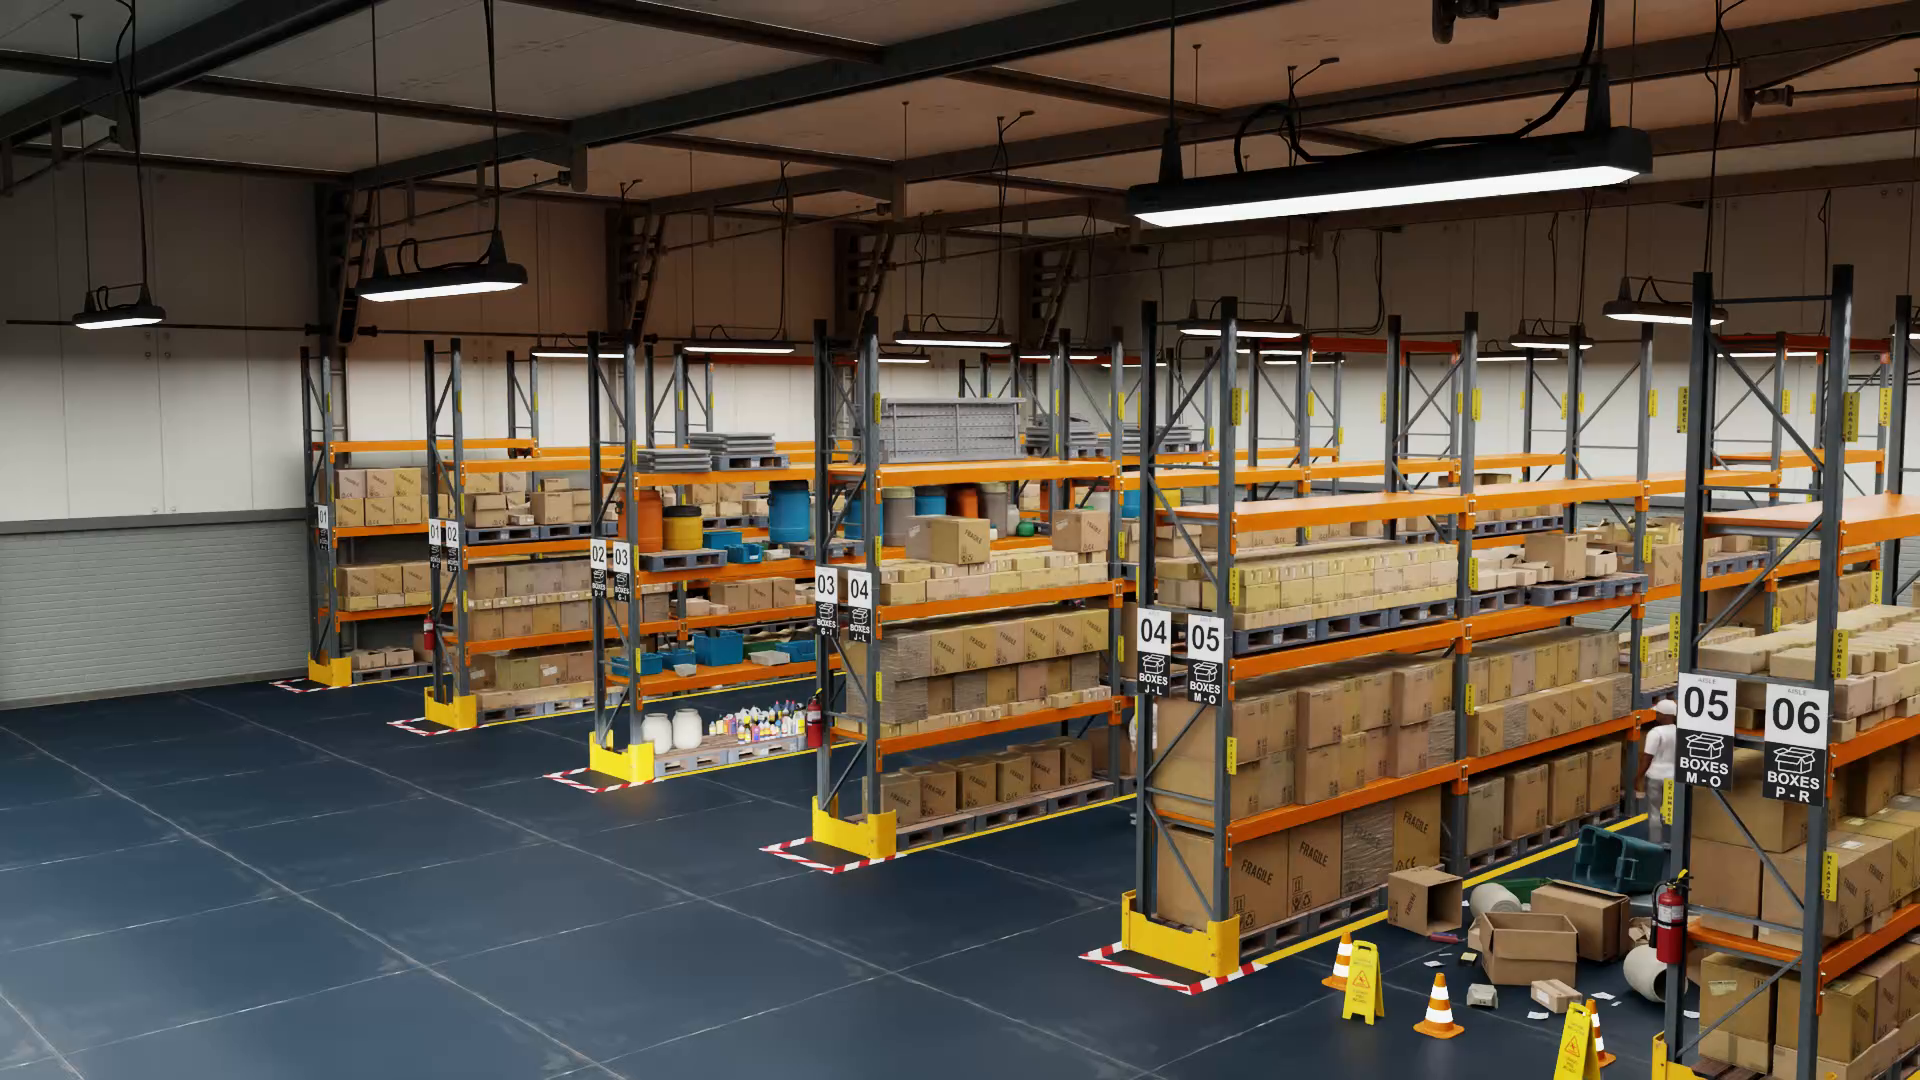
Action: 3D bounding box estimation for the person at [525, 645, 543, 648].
[{"bbox_3d":[-7.516,1.722,28.989,0.764,1.764,0.551,-1,5,-10],"label":"person"}]

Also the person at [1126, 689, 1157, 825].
[{"bbox_3d":[2.227,2.571,20.029,0.436,1.663,0.530,1,5,16],"label":"person"}]

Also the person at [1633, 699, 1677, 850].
[{"bbox_3d":[7.845,2.652,18.635,0.624,1.767,0.519,0,5,-1],"label":"person"}]
